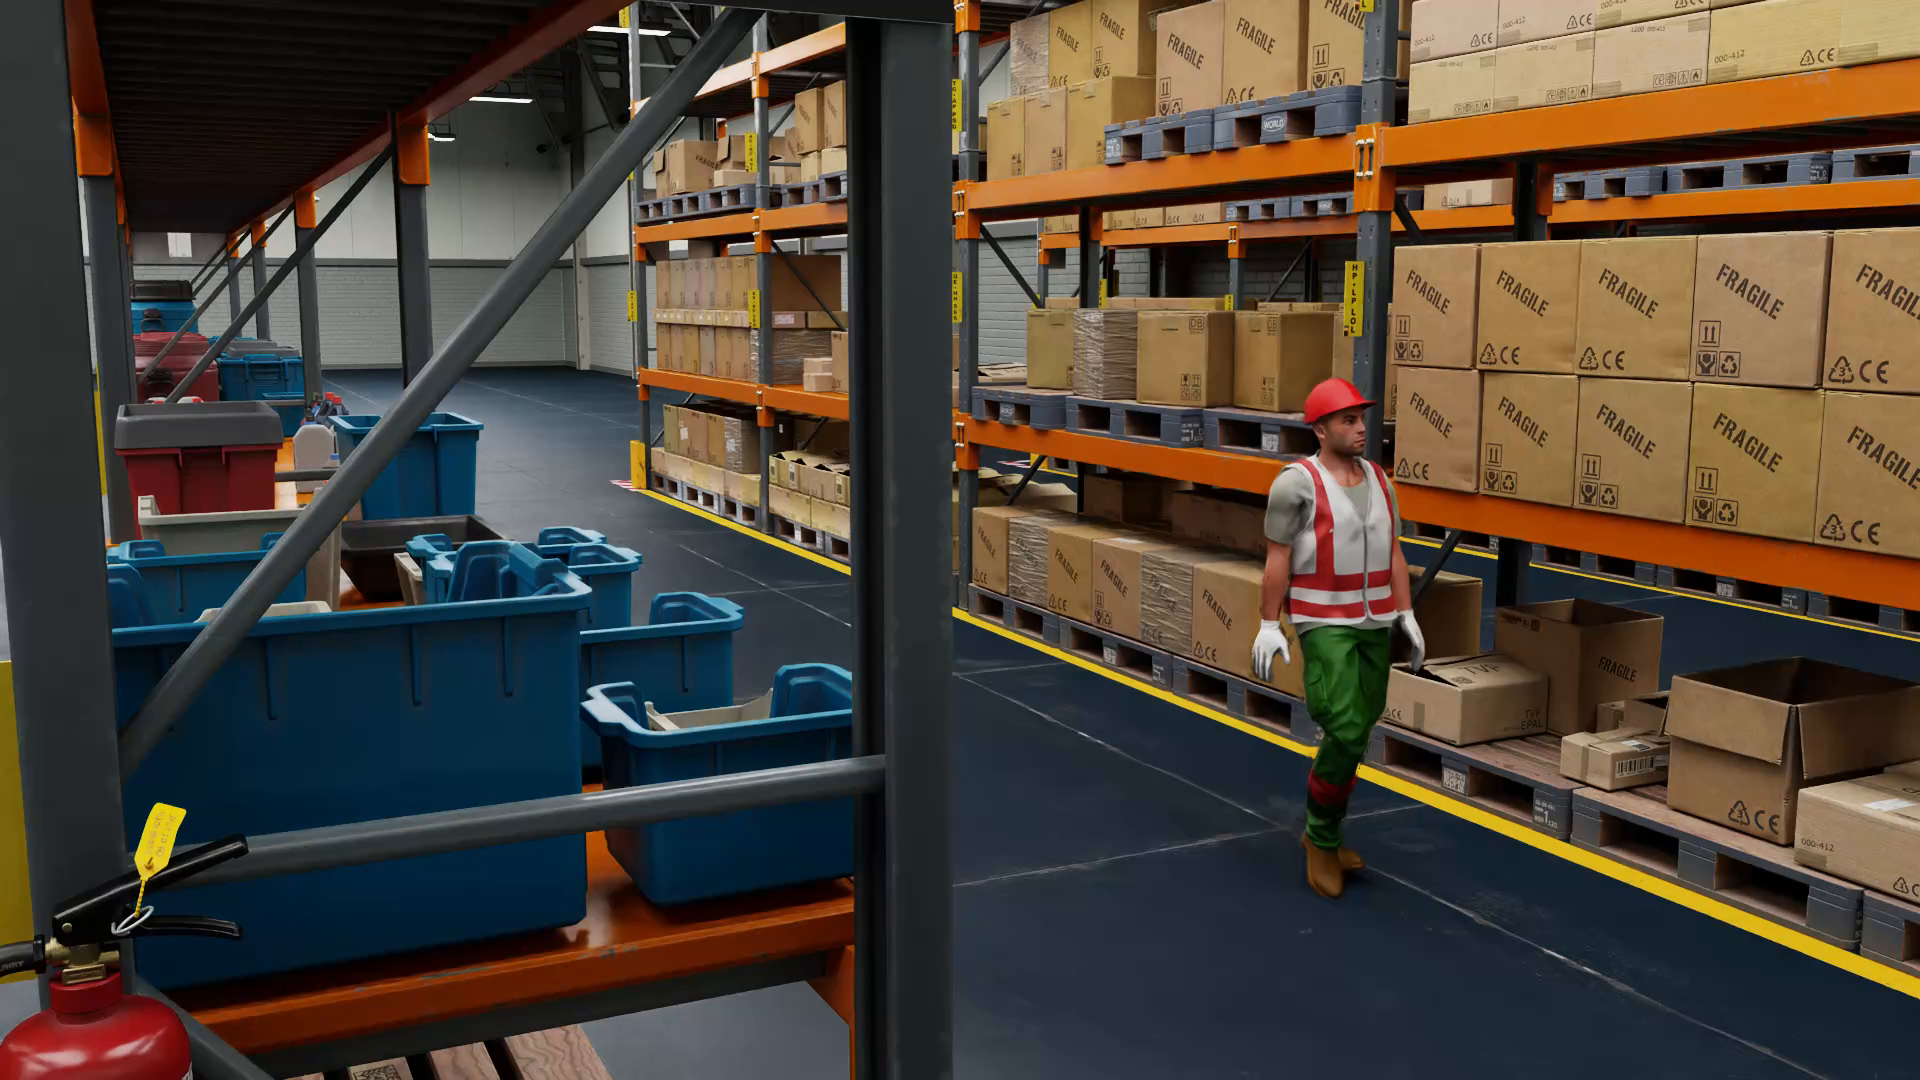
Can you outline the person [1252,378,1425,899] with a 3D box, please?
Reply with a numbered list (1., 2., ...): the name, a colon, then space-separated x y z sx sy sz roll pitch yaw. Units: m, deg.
1. person: 1.372 0.348 5.878 0.589 1.825 0.491 -4 9 -25
